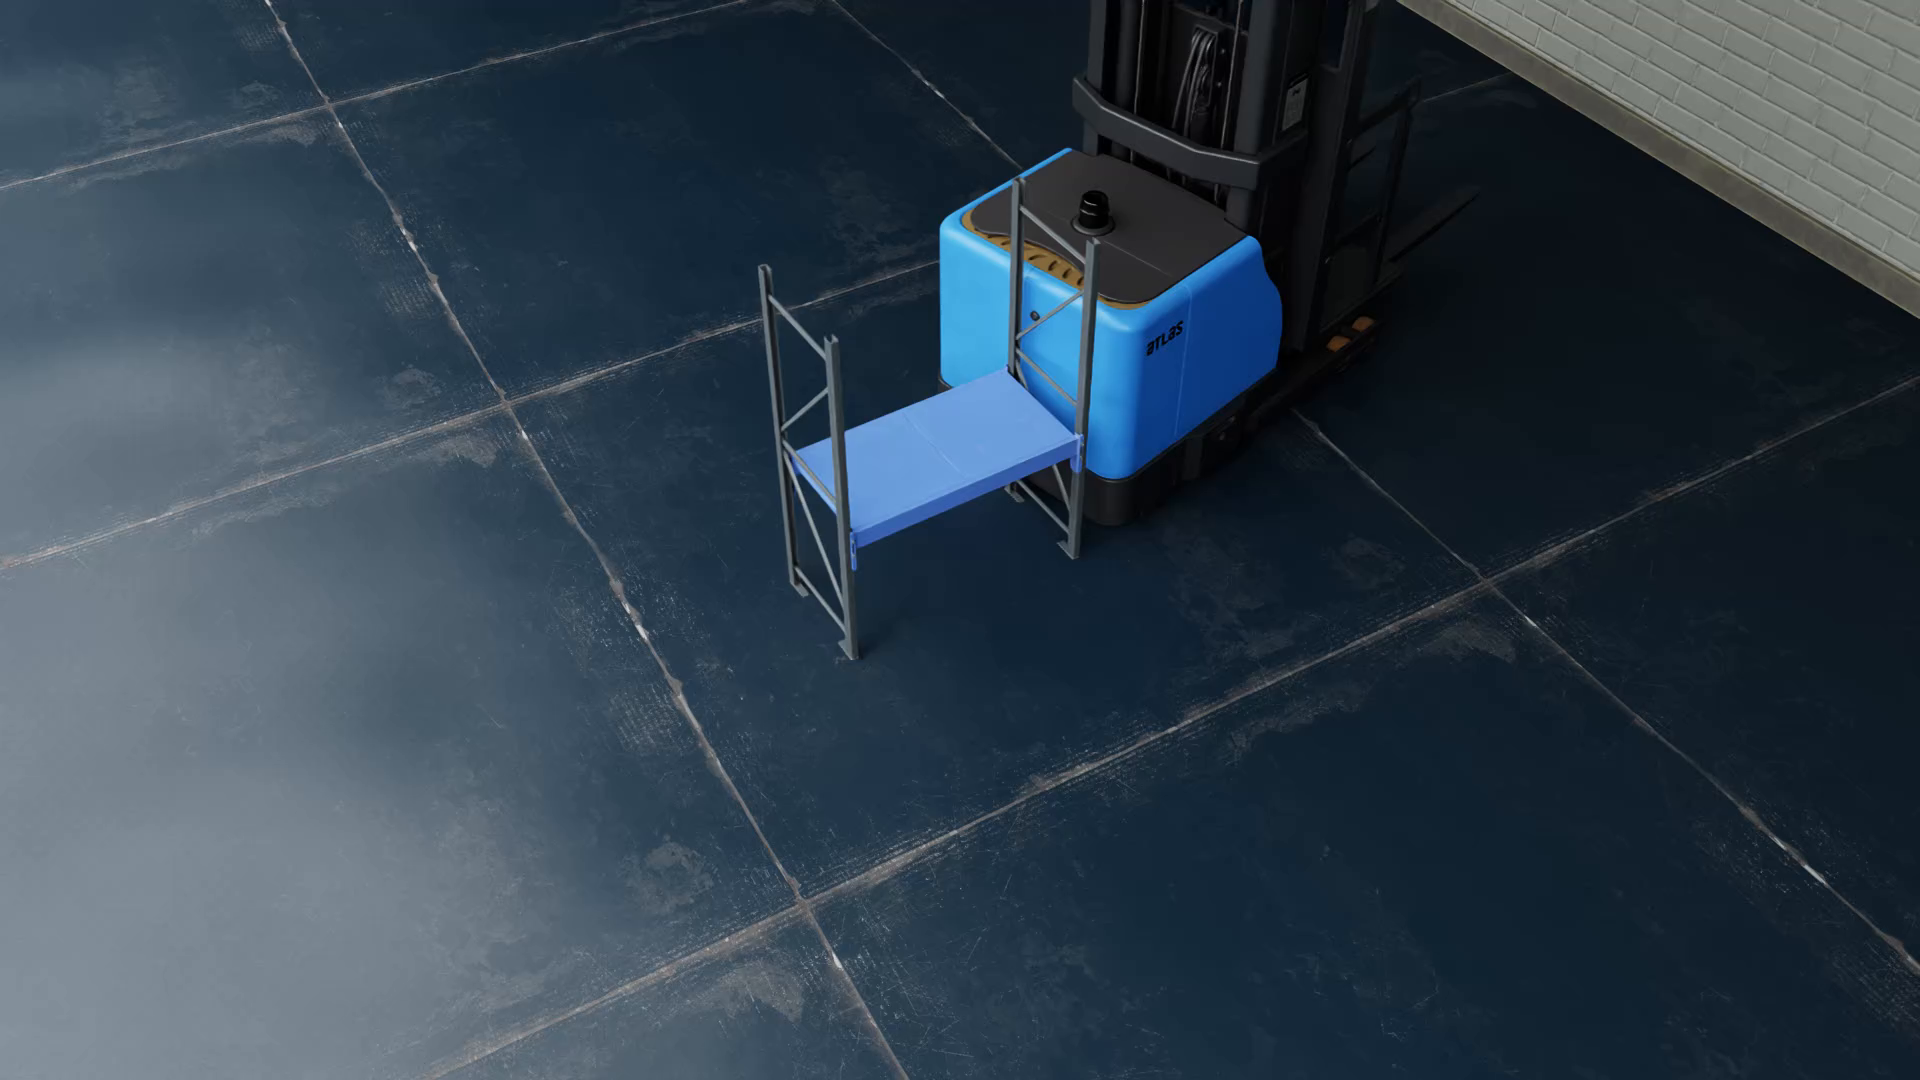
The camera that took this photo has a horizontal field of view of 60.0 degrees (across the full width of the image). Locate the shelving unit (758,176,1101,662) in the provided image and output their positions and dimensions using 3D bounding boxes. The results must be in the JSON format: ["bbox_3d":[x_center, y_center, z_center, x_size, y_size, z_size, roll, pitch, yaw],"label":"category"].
[{"bbox_3d":[-0.098,-0.420,6.106,1.048,1.500,0.538,-24,49,-23],"label":"shelving unit"}]

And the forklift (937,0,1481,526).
[{"bbox_3d":[1.289,-2.038,6.745,1.130,2.935,3.031,34,53,30],"label":"forklift"}]

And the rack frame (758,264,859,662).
[{"bbox_3d":[-0.528,-0.231,5.911,0.032,1.500,0.500,-24,49,-23],"label":"rack frame"}]

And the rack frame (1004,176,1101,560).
[{"bbox_3d":[0.332,-0.609,6.301,0.032,1.500,0.500,-24,49,-23],"label":"rack frame"}]

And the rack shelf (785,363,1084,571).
[{"bbox_3d":[-0.098,-0.291,6.231,1.000,0.185,0.538,-24,49,-23],"label":"rack shelf"}]
